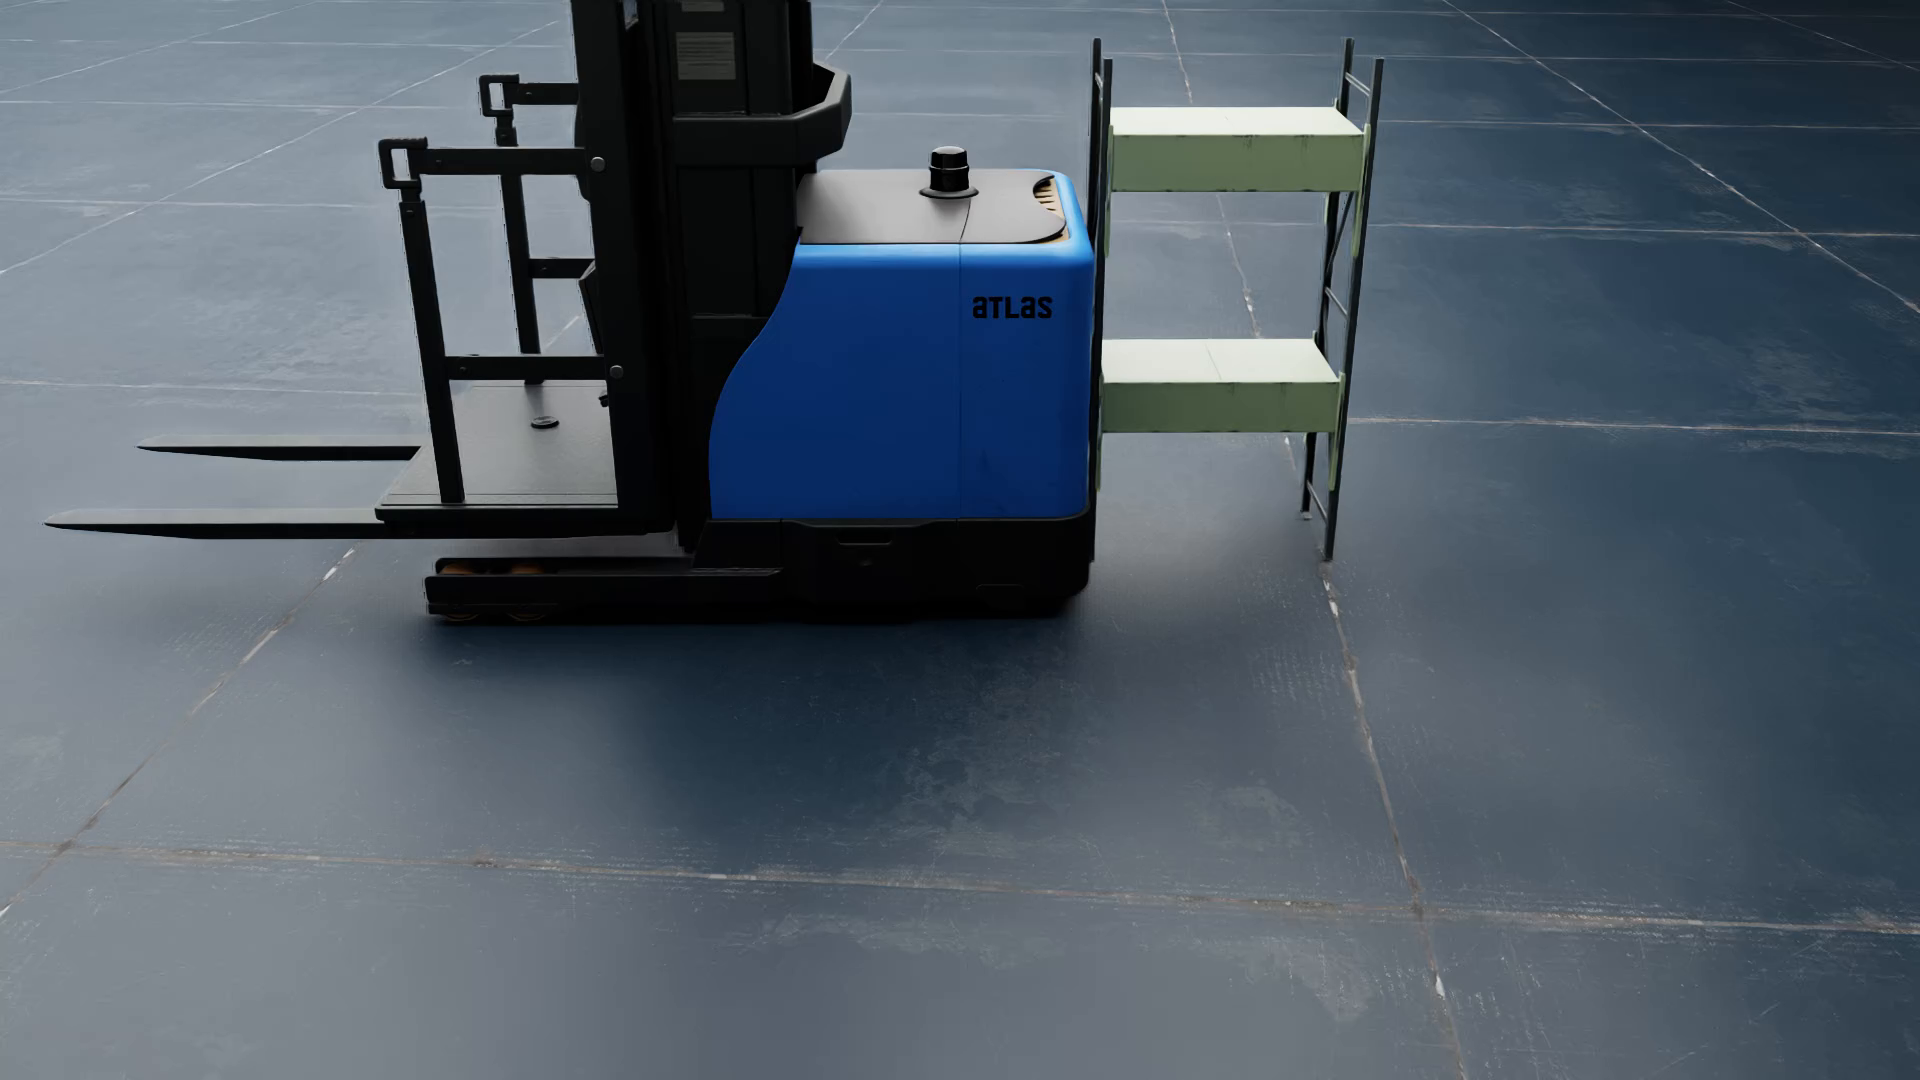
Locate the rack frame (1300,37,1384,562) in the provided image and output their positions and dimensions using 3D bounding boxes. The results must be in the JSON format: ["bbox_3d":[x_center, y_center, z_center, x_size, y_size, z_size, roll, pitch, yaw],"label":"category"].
[{"bbox_3d":[1.131,-0.698,4.974,0.023,1.500,0.400,0,25,0],"label":"rack frame"}]

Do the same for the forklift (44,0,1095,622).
[{"bbox_3d":[-1.147,-1.320,4.613,3.031,2.935,1.130,0,25,0],"label":"forklift"}]

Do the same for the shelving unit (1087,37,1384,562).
[{"bbox_3d":[0.765,-0.697,4.972,0.755,1.500,0.431,0,25,0],"label":"shelving unit"}]

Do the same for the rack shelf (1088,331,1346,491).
[{"bbox_3d":[0.765,-0.401,5.108,0.720,0.370,0.431,0,25,0],"label":"rack shelf"}]

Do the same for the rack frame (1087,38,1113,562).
[{"bbox_3d":[0.399,-0.697,4.970,0.023,1.500,0.400,0,25,0],"label":"rack frame"}]

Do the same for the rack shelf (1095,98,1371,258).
[{"bbox_3d":[0.765,-1.052,4.808,0.720,0.370,0.431,0,25,0],"label":"rack shelf"}]
